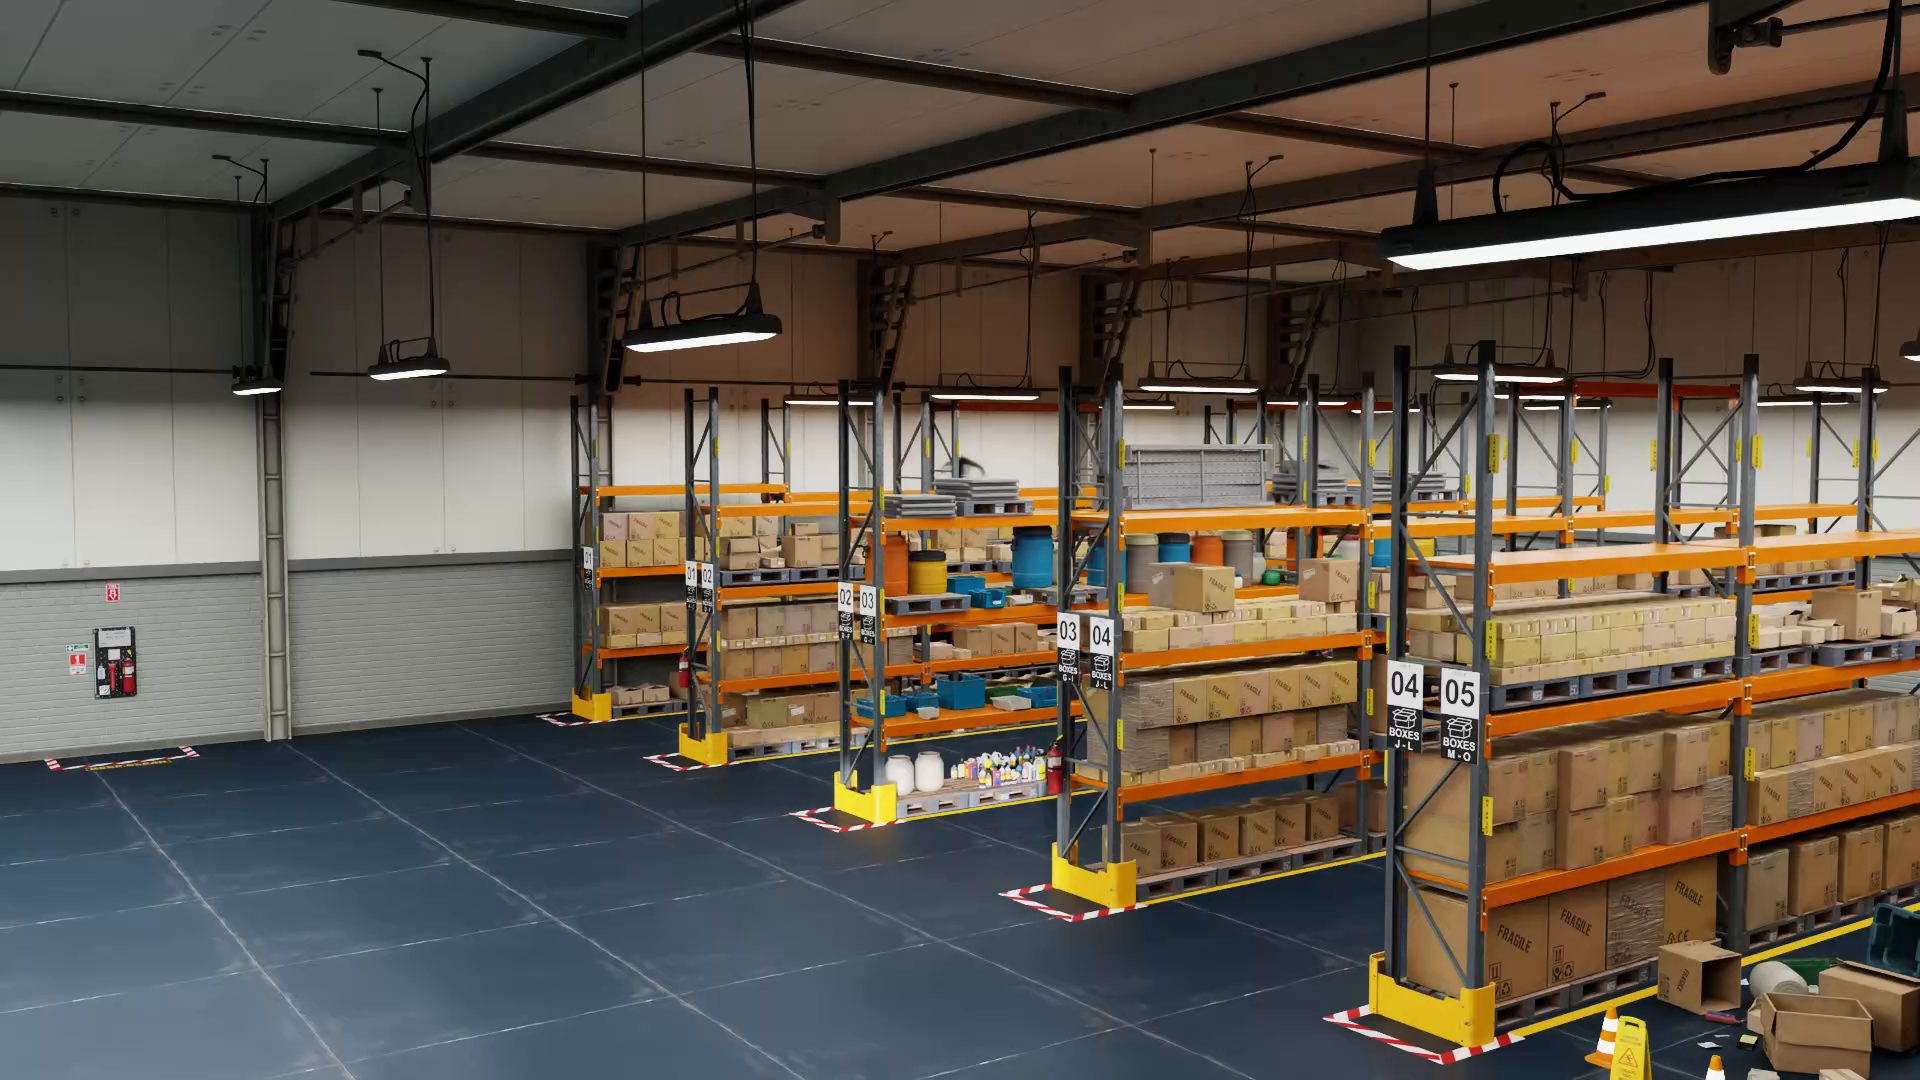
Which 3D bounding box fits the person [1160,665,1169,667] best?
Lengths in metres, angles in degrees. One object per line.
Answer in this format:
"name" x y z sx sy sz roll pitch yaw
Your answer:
"person" 3.982 2.547 30.012 0.733 1.725 1.017 3 5 45
